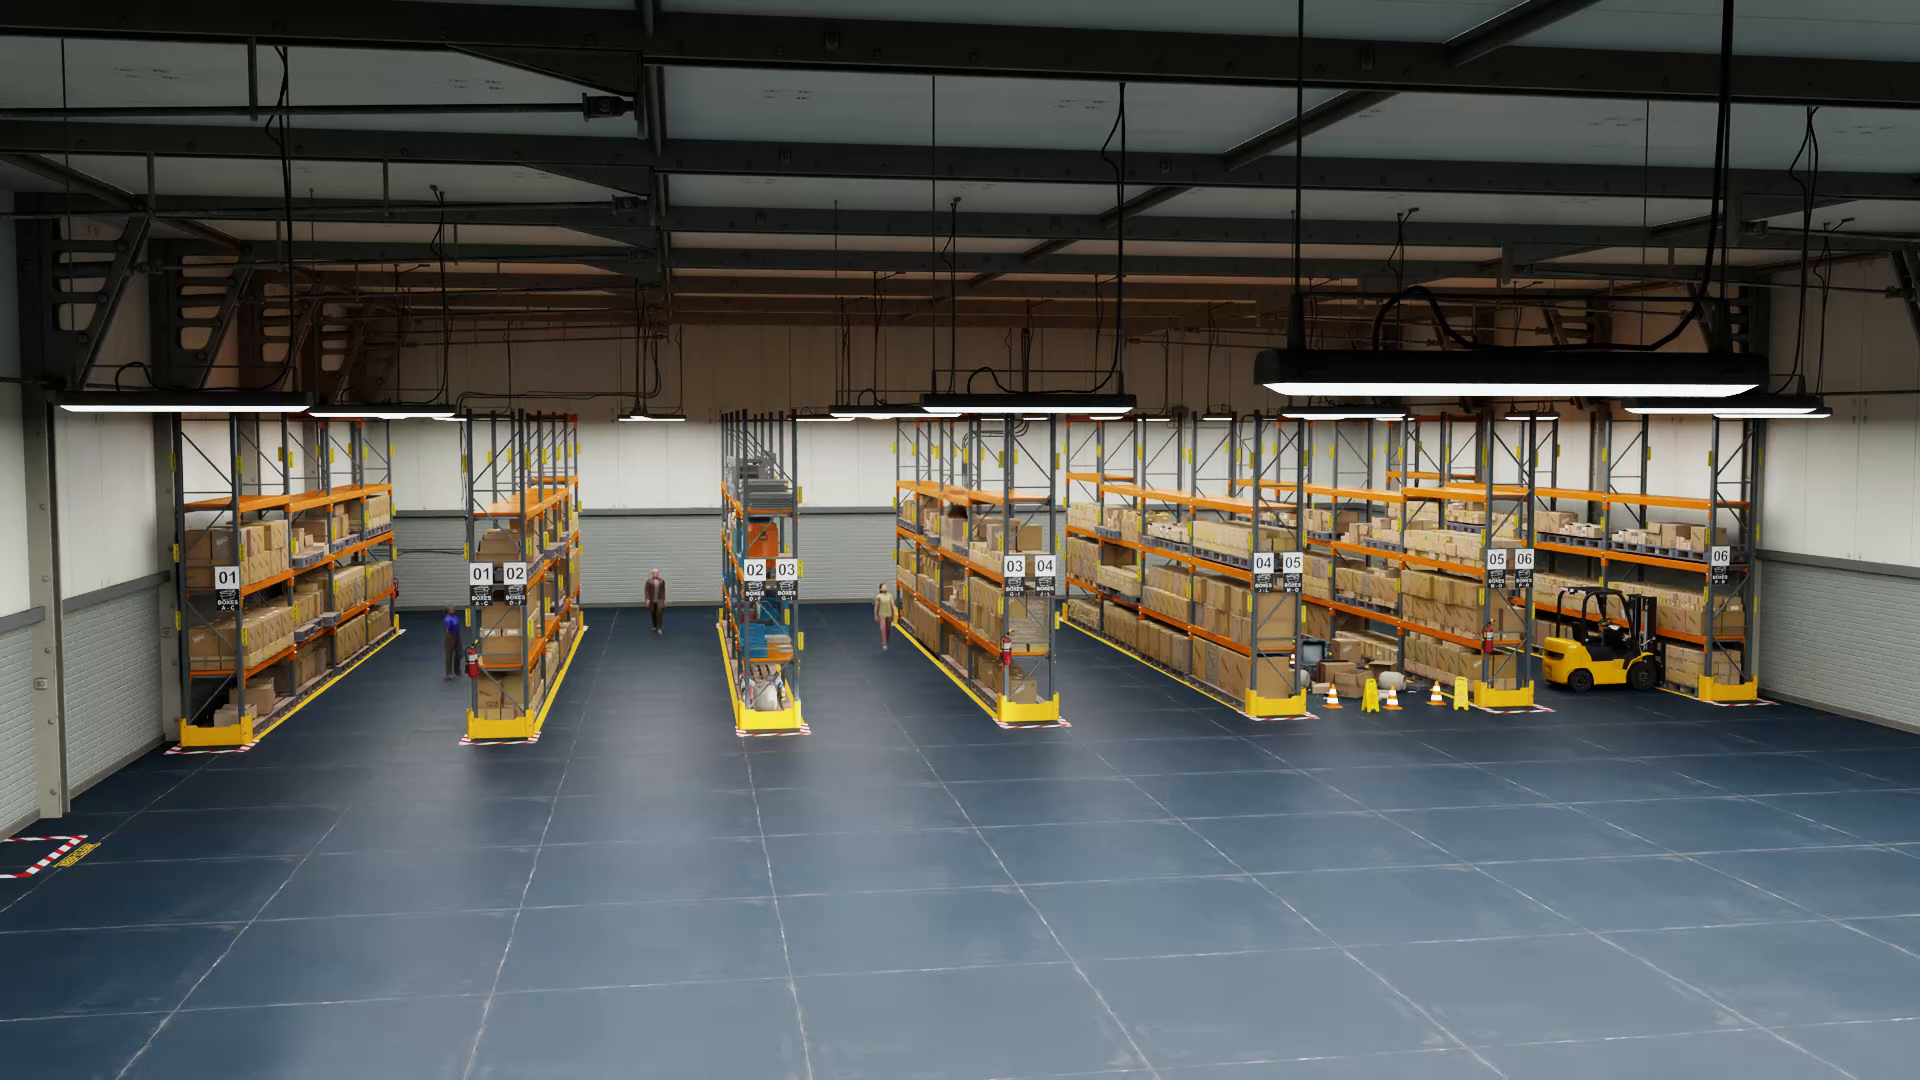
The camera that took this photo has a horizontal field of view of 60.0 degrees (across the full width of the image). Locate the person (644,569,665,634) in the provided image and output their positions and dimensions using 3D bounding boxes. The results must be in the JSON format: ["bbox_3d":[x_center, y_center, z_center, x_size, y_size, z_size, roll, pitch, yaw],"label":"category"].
[{"bbox_3d":[-8.352,1.666,45.504,0.549,1.735,1.037,0,4,-5],"label":"person"}]

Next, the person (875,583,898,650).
[{"bbox_3d":[-1.811,1.863,40.795,0.545,1.607,1.035,-1,4,-12],"label":"person"}]

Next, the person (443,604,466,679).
[{"bbox_3d":[-11.389,2.295,37.494,0.475,1.700,0.594,2,5,32],"label":"person"}]
